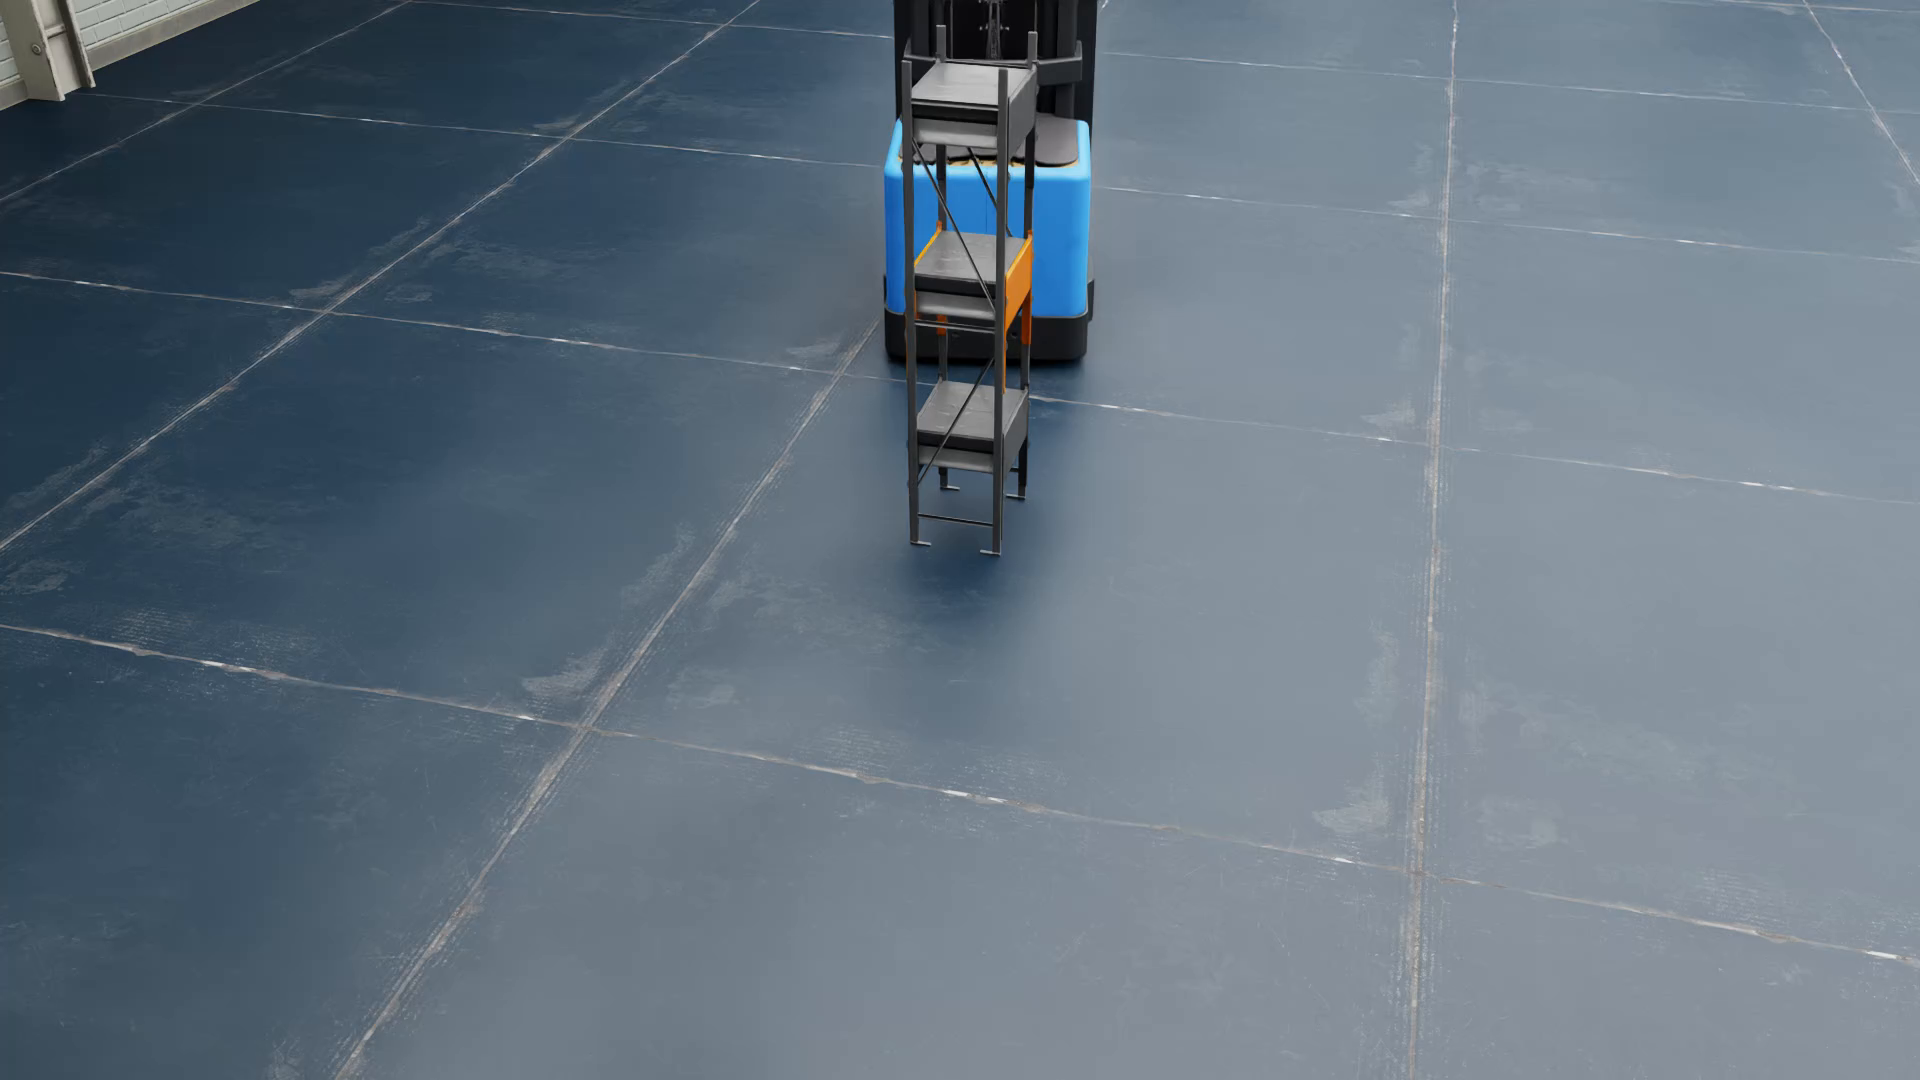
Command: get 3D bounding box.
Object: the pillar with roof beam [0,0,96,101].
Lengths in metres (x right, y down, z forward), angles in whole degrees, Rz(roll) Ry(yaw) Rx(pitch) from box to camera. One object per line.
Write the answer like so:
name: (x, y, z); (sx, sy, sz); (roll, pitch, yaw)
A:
pillar with roof beam: (-2.640, -6.606, 9.254); (9.100, 9.000, 0.400); (8, 33, 12)

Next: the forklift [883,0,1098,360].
forklift: (0.202, -2.926, 9.121); (1.130, 2.935, 3.031); (1, 32, 2)

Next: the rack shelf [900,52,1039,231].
rack shelf: (0.042, -1.551, 6.454); (0.431, 0.518, 0.480); (8, 33, 12)

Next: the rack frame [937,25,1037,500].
rack frame: (0.104, -1.099, 7.021); (0.400, 2.100, 0.015); (8, 33, 12)

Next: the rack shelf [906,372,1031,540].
rack shelf: (0.042, -0.370, 7.205); (0.431, 0.518, 0.480); (8, 33, 12)

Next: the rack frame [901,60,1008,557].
rack frame: (-0.020, -0.845, 6.623); (0.400, 2.100, 0.015); (8, 33, 12)

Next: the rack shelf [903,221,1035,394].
rack shelf: (0.042, -0.960, 6.829); (0.431, 0.518, 0.480); (8, 33, 12)

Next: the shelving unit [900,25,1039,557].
shelving unit: (0.042, -0.972, 6.822); (0.431, 2.100, 0.503); (8, 33, 12)
